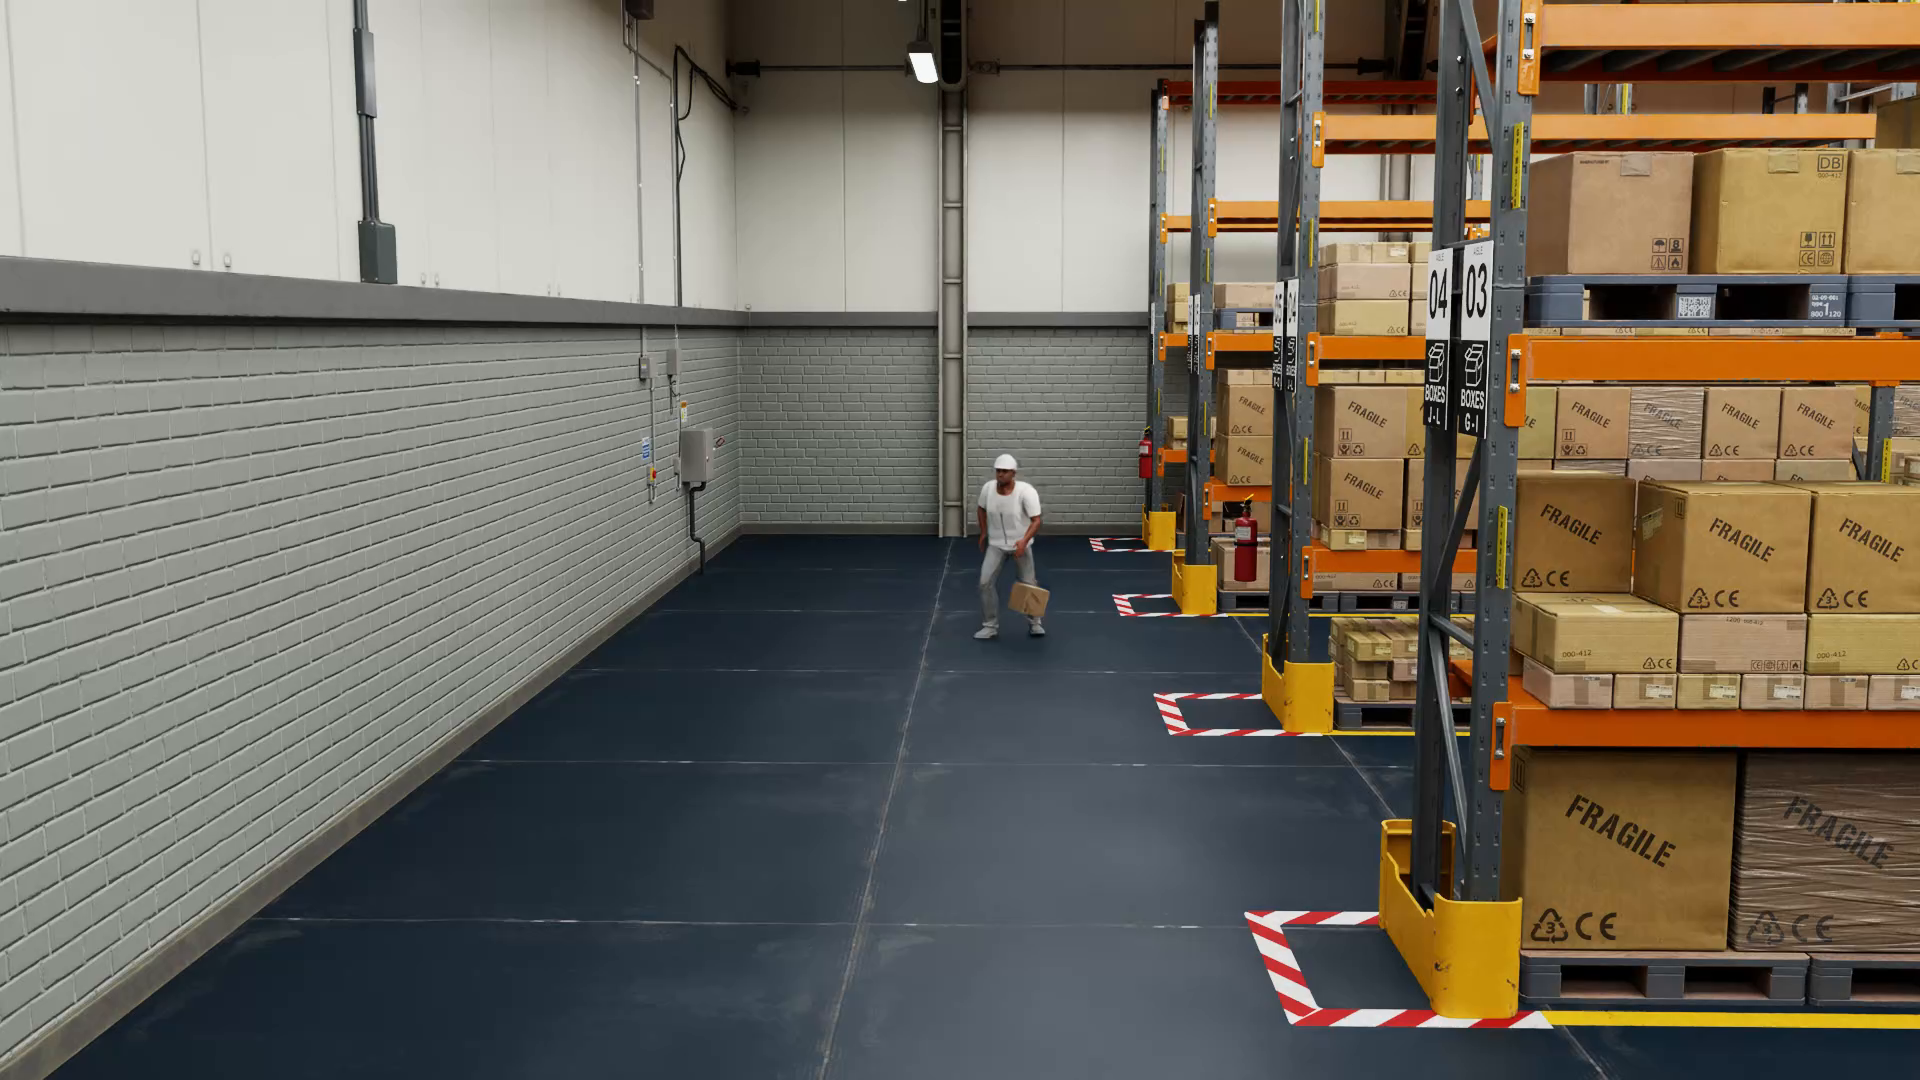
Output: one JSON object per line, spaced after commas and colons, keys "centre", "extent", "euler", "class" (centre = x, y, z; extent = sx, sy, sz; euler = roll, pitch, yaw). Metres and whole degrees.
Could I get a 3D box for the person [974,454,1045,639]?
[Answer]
{"centre": [0.449, 0.048, 15.413], "extent": [0.667, 1.708, 0.697], "euler": [2, 8, 18], "class": "person"}
